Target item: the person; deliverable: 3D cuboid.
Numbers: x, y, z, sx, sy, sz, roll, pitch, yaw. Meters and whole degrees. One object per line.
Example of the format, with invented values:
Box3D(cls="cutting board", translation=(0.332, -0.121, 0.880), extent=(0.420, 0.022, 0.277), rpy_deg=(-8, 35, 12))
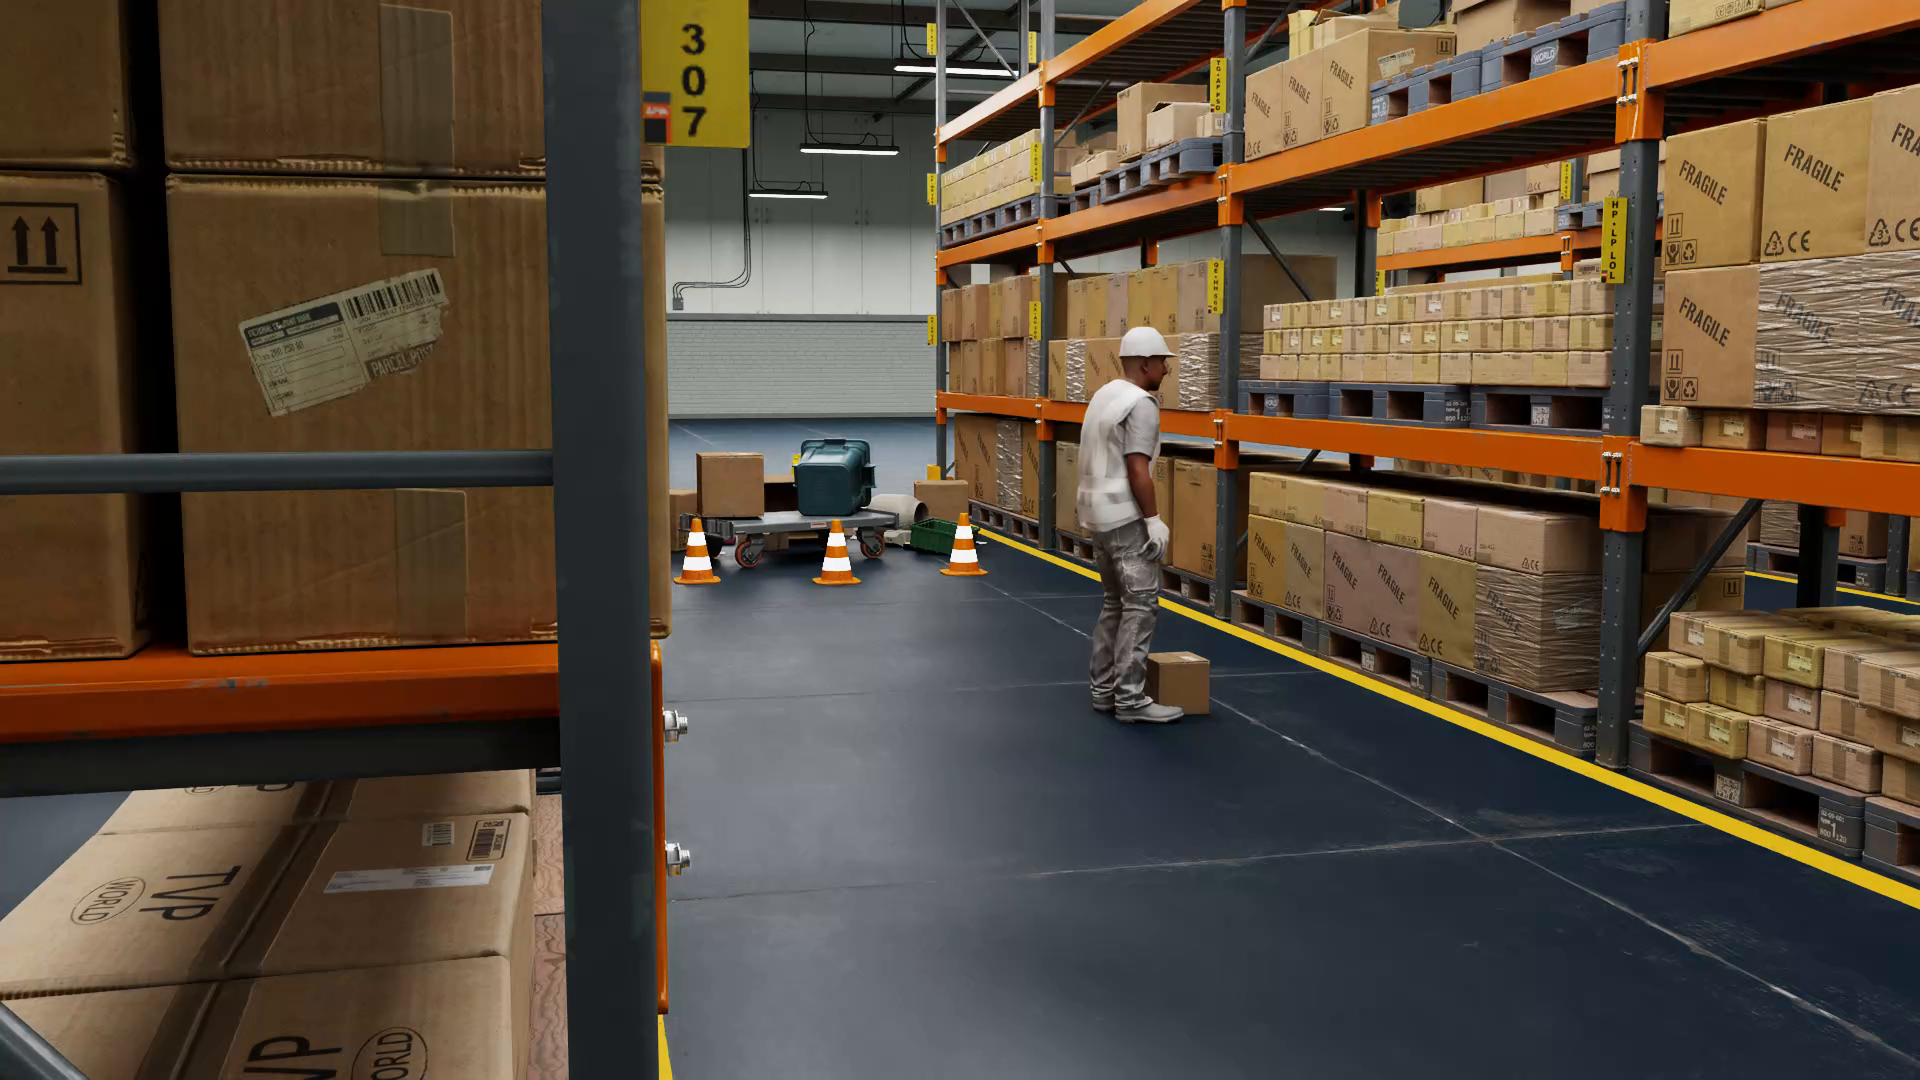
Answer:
Box3D(cls="person", translation=(0.777, -0.080, 7.597), extent=(0.446, 1.775, 0.619), rpy_deg=(-1, 6, -13))
